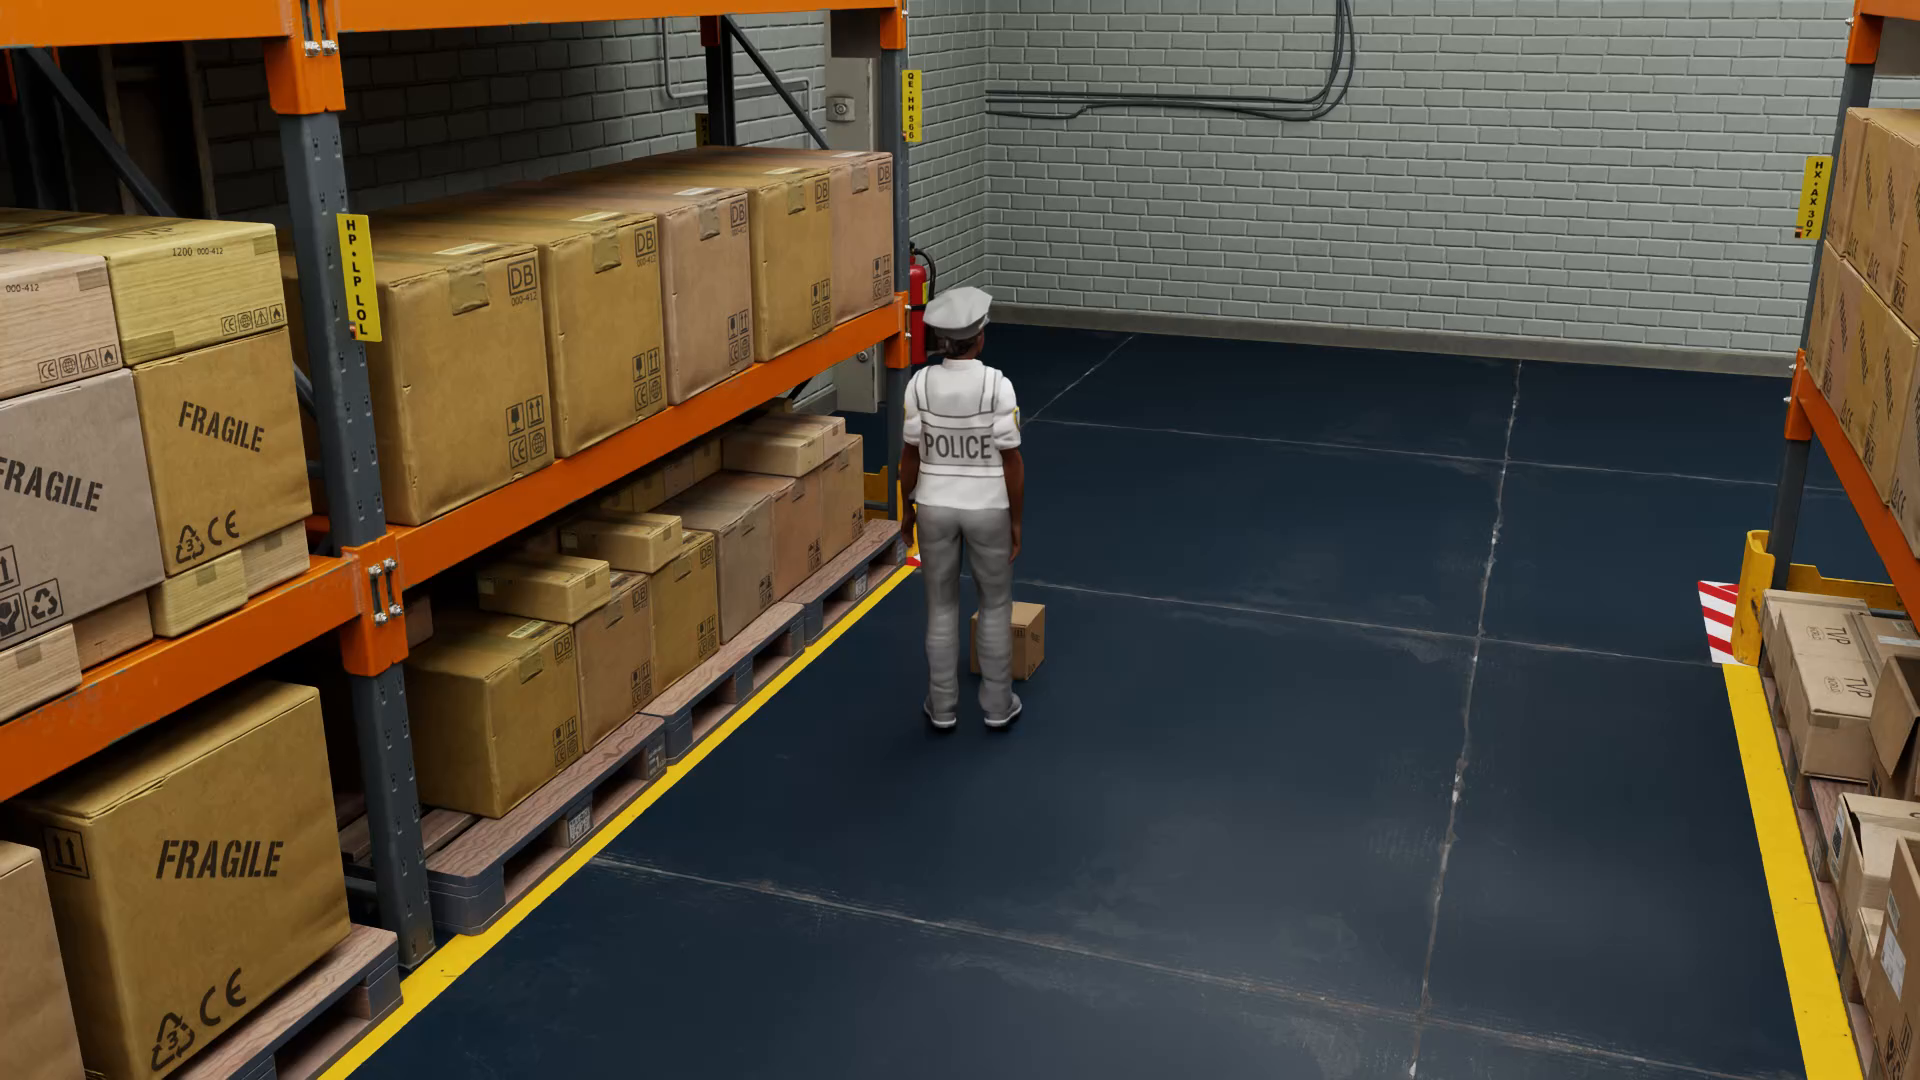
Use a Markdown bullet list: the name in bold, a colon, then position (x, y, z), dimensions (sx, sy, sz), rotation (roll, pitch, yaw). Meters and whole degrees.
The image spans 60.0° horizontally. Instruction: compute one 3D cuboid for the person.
- **person**: position (0.008, -0.109, 6.281), dimensions (0.490, 1.696, 0.360), rotation (4, 19, 11)
